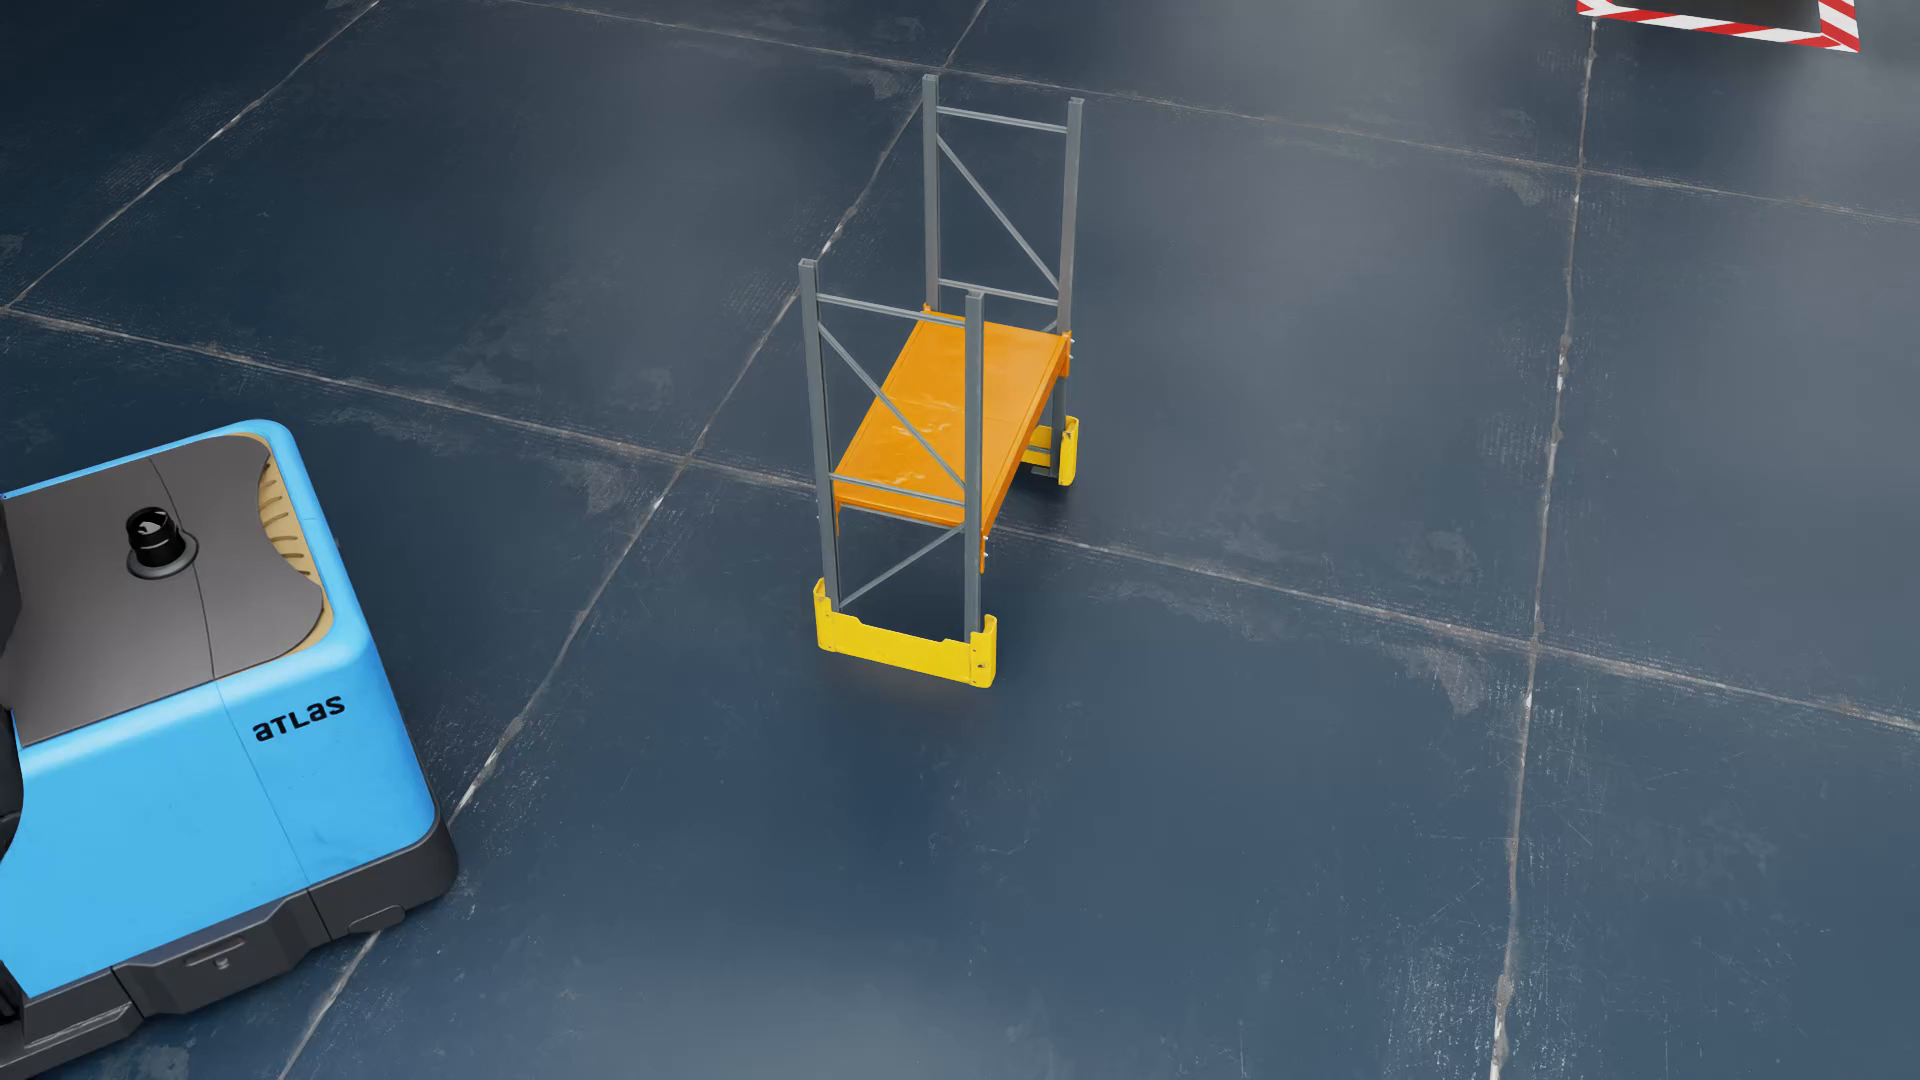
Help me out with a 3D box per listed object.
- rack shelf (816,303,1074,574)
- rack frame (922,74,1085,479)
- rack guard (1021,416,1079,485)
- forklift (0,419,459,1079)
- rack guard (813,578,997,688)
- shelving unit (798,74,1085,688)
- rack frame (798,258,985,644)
[{"bbox_3d":[-0.026,-0.351,5.293,0.538,0.185,1.000,13,46,13],"label":"rack shelf"},{"bbox_3d":[0.128,-0.818,5.514,0.500,1.500,0.032,13,46,13],"label":"rack frame"},{"bbox_3d":[0.128,-0.370,5.950,0.587,0.250,0.087,13,46,13],"label":"rack guard"},{"bbox_3d":[-2.959,0.154,3.497,3.031,2.935,1.130,-21,48,-20],"label":"forklift"},{"bbox_3d":[-0.174,0.293,5.271,0.587,0.250,0.087,13,46,13],"label":"rack guard"},{"bbox_3d":[-0.023,-0.485,5.174,0.587,1.500,1.083,13,46,13],"label":"shelving unit"},{"bbox_3d":[-0.180,-0.140,4.821,0.500,1.500,0.032,13,46,13],"label":"rack frame"}]
